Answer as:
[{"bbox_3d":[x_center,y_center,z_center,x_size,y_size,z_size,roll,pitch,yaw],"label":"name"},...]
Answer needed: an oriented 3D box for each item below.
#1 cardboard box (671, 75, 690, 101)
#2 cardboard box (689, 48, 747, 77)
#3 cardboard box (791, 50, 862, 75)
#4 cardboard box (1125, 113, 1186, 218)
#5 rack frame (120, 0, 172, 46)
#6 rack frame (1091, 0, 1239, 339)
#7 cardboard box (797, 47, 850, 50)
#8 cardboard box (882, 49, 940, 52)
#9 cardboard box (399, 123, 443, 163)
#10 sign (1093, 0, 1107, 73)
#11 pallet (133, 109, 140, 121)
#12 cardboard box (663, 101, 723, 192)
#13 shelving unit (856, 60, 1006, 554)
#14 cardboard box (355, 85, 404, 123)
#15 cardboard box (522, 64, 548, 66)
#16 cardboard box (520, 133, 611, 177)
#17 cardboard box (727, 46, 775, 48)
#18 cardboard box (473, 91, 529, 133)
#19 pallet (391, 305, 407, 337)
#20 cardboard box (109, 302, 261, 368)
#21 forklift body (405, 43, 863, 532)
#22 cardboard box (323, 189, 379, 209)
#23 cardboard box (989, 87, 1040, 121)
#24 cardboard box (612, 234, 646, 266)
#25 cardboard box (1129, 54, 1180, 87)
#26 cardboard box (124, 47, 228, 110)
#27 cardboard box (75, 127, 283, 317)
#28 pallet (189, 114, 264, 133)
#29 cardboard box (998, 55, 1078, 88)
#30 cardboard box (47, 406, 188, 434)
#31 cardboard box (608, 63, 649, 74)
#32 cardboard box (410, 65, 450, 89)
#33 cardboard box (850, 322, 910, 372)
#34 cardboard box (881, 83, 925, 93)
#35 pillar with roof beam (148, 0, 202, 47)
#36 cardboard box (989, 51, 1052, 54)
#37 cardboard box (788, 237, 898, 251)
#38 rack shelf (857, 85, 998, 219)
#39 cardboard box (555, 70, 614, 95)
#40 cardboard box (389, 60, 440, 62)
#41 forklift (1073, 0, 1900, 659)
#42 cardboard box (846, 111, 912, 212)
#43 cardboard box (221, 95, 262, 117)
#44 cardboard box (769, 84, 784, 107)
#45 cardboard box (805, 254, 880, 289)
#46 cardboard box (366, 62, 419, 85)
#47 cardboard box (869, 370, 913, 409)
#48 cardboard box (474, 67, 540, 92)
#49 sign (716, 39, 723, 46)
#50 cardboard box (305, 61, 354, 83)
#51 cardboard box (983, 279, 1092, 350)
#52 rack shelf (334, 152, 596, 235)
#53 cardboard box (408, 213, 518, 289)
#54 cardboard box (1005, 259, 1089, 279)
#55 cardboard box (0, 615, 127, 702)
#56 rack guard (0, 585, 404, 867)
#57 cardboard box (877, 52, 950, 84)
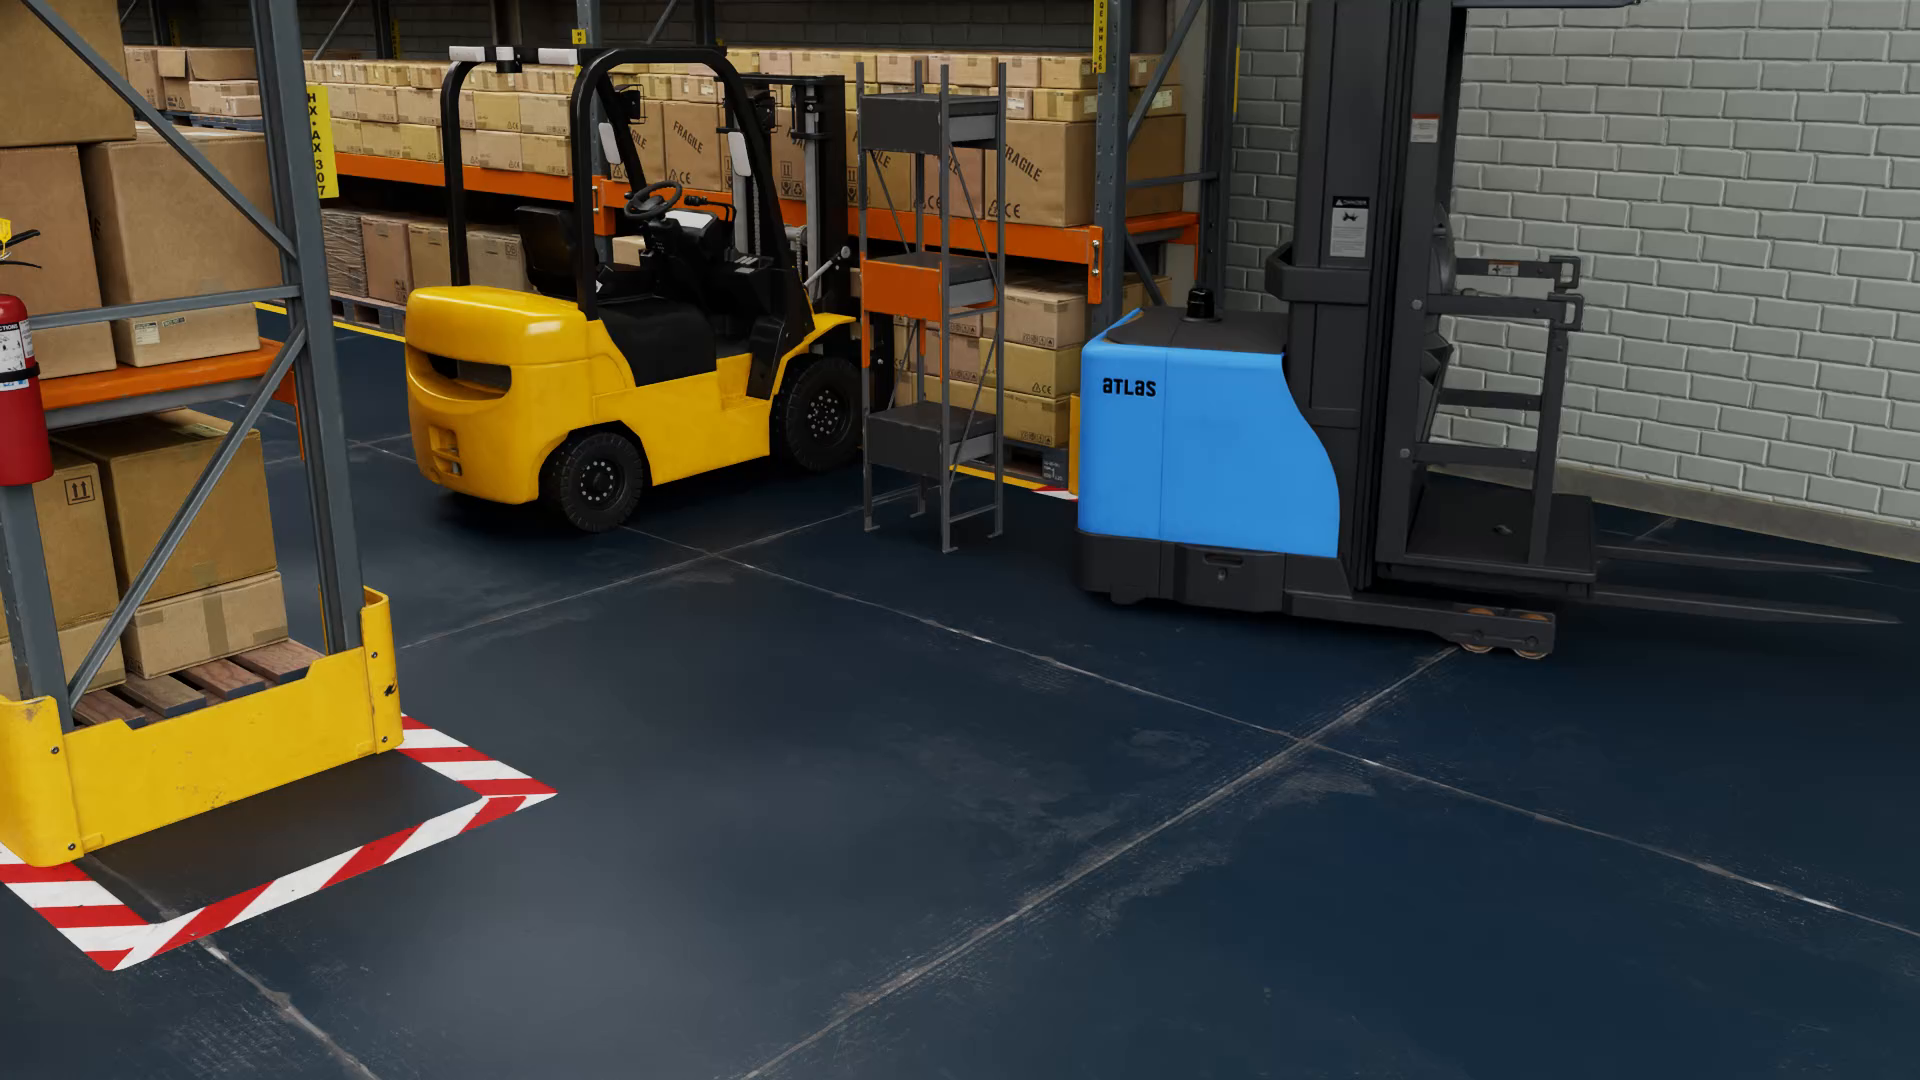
[{"bbox_3d":[-1.503,-2.711,9.957,0.250,0.149,0.380,15,23,39],"label":"cardboard box"},{"bbox_3d":[-1.357,-2.787,9.704,0.250,0.149,0.380,16,23,40],"label":"cardboard box"},{"bbox_3d":[-0.719,-2.656,9.292,0.250,0.149,0.380,15,23,39],"label":"cardboard box"},{"bbox_3d":[0.831,-1.982,8.733,0.500,0.500,0.500,16,24,41],"label":"cardboard box"},{"bbox_3d":[-7.958,-4.182,15.829,0.127,3.000,1.000,15,23,39],"label":"rack frame"},{"bbox_3d":[1.017,-1.772,8.237,0.127,3.000,1.000,15,23,39],"label":"rack frame"},{"bbox_3d":[-0.759,-2.876,9.984,0.250,0.149,0.380,15,23,38],"label":"cardboard box"},{"bbox_3d":[-0.230,-2.704,9.442,0.250,0.149,0.380,15,23,40],"label":"cardboard box"},{"bbox_3d":[-3.647,-2.854,11.894,0.500,0.250,0.500,16,24,41],"label":"cardboard box"},{"bbox_3d":[0.646,-2.317,7.648,0.005,0.325,0.100,15,23,39],"label":"sign"},{"bbox_3d":[-7.433,-3.905,15.274,1.213,0.211,1.003,15,23,39],"label":"pallet"},{"bbox_3d":[-1.416,-2.374,9.968,0.500,0.500,0.500,16,23,40],"label":"cardboard box"},{"bbox_3d":[-0.124,-1.034,7.399,0.503,2.100,0.431,15,23,39],"label":"shelving unit"},{"bbox_3d":[-4.044,-3.191,12.129,0.500,0.250,0.500,14,23,38],"label":"cardboard box"},{"bbox_3d":[-3.014,-3.319,11.874,0.250,0.149,0.380,15,23,39],"label":"cardboard box"},{"bbox_3d":[-2.525,-2.546,10.922,0.500,0.250,0.500,16,23,40],"label":"cardboard box"},{"bbox_3d":[-1.375,-3.018,10.434,0.250,0.149,0.380,14,23,38],"label":"cardboard box"},{"bbox_3d":[-2.901,-2.884,11.163,0.500,0.250,0.500,14,23,38],"label":"cardboard box"},{"bbox_3d":[-3.469,-1.630,12.399,1.213,0.211,1.003,15,23,39],"label":"pallet"},{"bbox_3d":[-2.392,-0.644,5.096,0.250,0.149,0.380,15,23,39],"label":"cardboard box"},{"bbox_3d":[-1.612,-1.336,8.264,1.214,2.155,2.313,15,23,39],"label":"forklift body"},{"bbox_3d":[-5.150,-2.872,14.067,0.250,0.149,0.380,17,24,42],"label":"cardboard box"},{"bbox_3d":[0.361,-2.180,8.284,0.250,0.149,0.380,16,23,40],"label":"cardboard box"},{"bbox_3d":[-1.821,-1.773,10.439,0.500,0.250,0.500,15,23,38],"label":"cardboard box"},{"bbox_3d":[0.907,-2.386,8.443,0.250,0.149,0.380,14,23,38],"label":"cardboard box"},{"bbox_3d":[-6.771,-4.020,14.460,0.500,0.500,0.700,15,23,39],"label":"cardboard box"},{"bbox_3d":[-2.445,-0.996,5.133,0.500,0.500,0.500,15,23,38],"label":"cardboard box"},{"bbox_3d":[-5.520,-3.407,13.706,1.003,0.211,1.213,15,23,39],"label":"pallet"},{"bbox_3d":[0.404,-2.337,8.289,0.250,0.149,0.380,15,23,39],"label":"cardboard box"},{"bbox_3d":[-3.107,-0.229,5.985,0.500,0.500,0.500,14,22,37],"label":"cardboard box"},{"bbox_3d":[-1.933,-2.943,10.196,0.250,0.149,0.380,16,23,40],"label":"cardboard box"},{"bbox_3d":[-3.603,-3.236,11.612,0.250,0.149,0.380,14,23,38],"label":"cardboard box"},{"bbox_3d":[-0.323,-1.129,9.235,0.500,0.250,0.500,14,23,38],"label":"cardboard box"},{"bbox_3d":[-0.202,-2.341,8.792,0.250,0.149,0.380,14,22,38],"label":"cardboard box"},{"bbox_3d":[-10.738,-6.411,12.935,0.400,9.000,9.100,15,23,39],"label":"pillar with roof beam"},{"bbox_3d":[0.352,-2.550,8.957,0.250,0.149,0.380,15,23,40],"label":"cardboard box"},{"bbox_3d":[-0.720,-1.683,10.156,0.500,0.250,0.500,15,23,40],"label":"cardboard box"},{"bbox_3d":[-0.124,-1.688,7.191,0.480,0.518,0.431,15,23,39],"label":"rack shelf"},{"bbox_3d":[-2.378,-2.950,10.712,0.250,0.149,0.380,16,24,41],"label":"cardboard box"},{"bbox_3d":[-4.166,-3.623,12.830,0.250,0.149,0.380,15,23,39],"label":"cardboard box"},{"bbox_3d":[2.036,-1.133,6.335,3.031,2.935,1.130,6,19,18],"label":"forklift"},{"bbox_3d":[-0.291,-2.068,9.005,0.500,0.500,0.500,14,23,38],"label":"cardboard box"},{"bbox_3d":[-5.713,-3.504,13.415,0.250,0.149,0.380,16,23,40],"label":"cardboard box"},{"bbox_3d":[-0.973,-2.545,9.435,0.250,0.149,0.380,14,22,38],"label":"cardboard box"},{"bbox_3d":[-0.678,-1.464,9.464,0.500,0.250,0.500,14,23,38],"label":"cardboard box"},{"bbox_3d":[-4.102,-3.412,12.167,0.250,0.149,0.380,15,23,40],"label":"cardboard box"},{"bbox_3d":[-0.278,-0.889,9.306,0.500,0.250,0.500,15,23,40],"label":"cardboard box"},{"bbox_3d":[-3.016,-3.082,11.127,0.250,0.149,0.380,14,22,38],"label":"cardboard box"},{"bbox_3d":[-1.608,-3.151,11.021,0.005,0.325,0.100,15,23,39],"label":"sign"},{"bbox_3d":[-4.723,-3.551,12.605,0.250,0.149,0.380,16,23,40],"label":"cardboard box"},{"bbox_3d":[0.465,-1.160,8.507,0.500,0.250,0.500,16,24,41],"label":"cardboard box"},{"bbox_3d":[-3.471,-2.634,12.142,4.000,0.370,1.077,15,23,39],"label":"rack shelf"},{"bbox_3d":[-3.512,-2.054,12.356,0.625,0.625,0.875,14,22,37],"label":"cardboard box"},{"bbox_3d":[0.407,-1.377,9.190,0.500,0.250,0.500,15,23,39],"label":"cardboard box"},{"bbox_3d":[-3.076,0.356,5.383,0.500,0.250,0.500,15,23,39],"label":"cardboard box"},{"bbox_3d":[-2.332,0.528,5.122,0.348,0.500,1.175,15,23,39],"label":"rack guard"},{"bbox_3d":[-0.215,-2.478,8.731,0.250,0.149,0.380,16,23,41],"label":"cardboard box"}]
